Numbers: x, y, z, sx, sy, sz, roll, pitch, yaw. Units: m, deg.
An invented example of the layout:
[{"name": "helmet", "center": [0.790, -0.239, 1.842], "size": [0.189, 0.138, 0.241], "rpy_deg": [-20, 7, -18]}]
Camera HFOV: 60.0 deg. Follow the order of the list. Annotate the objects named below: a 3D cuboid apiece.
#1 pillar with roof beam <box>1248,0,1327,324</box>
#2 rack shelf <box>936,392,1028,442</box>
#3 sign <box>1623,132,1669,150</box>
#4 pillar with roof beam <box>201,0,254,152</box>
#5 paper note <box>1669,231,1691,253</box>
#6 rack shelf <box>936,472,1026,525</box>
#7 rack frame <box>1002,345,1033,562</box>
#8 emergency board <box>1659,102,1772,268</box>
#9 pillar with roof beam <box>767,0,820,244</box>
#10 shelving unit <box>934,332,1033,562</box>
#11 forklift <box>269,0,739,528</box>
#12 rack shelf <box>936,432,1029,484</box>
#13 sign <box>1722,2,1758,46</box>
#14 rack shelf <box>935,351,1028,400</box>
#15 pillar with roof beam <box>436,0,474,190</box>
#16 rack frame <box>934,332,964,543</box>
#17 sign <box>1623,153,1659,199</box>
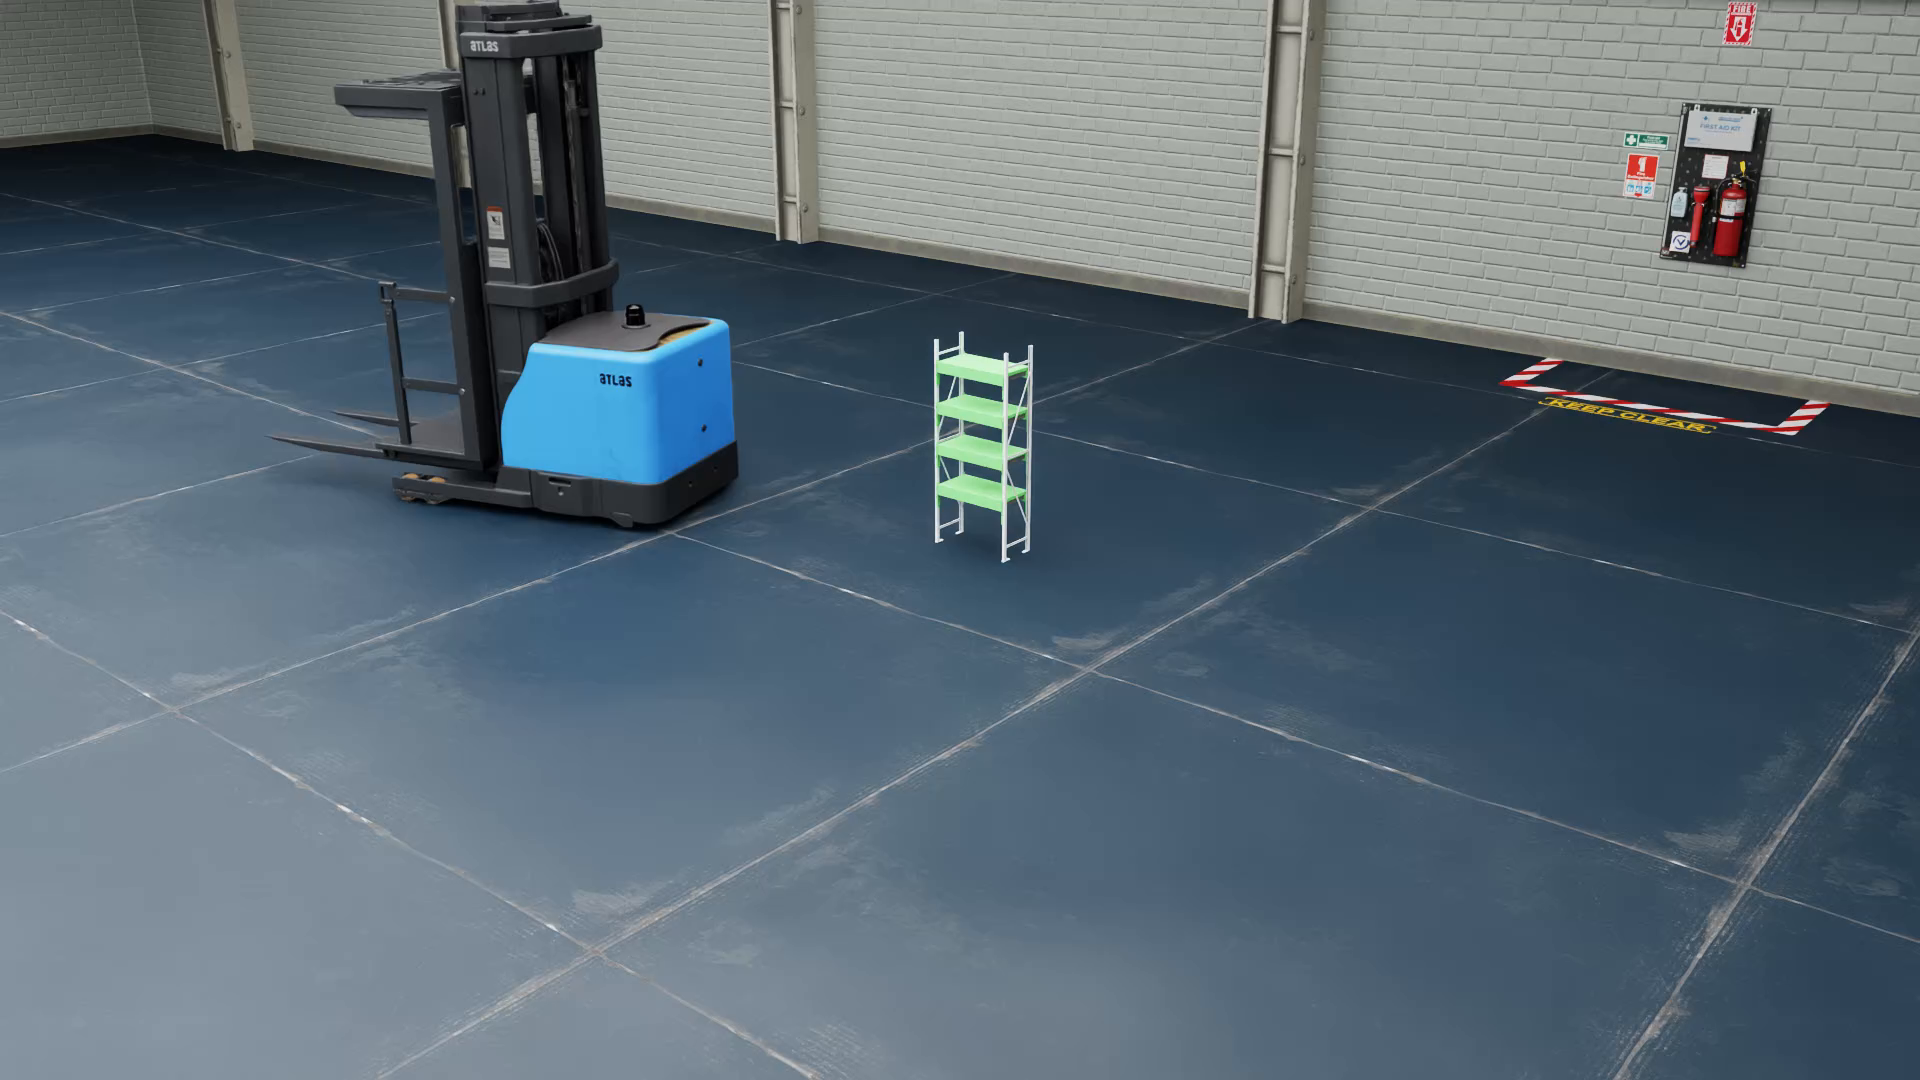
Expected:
[{"name": "pillar with roof beam", "center": [0.121, -5.040, 10.279], "size": [0.400, 9.000, 9.100], "rpy_deg": [16, 26, 36]}, {"name": "rack shelf", "center": [0.128, -0.689, 9.296], "size": [0.480, 0.148, 0.258], "rpy_deg": [16, 26, 36]}, {"name": "sign", "center": [5.236, -3.045, 12.691], "size": [0.331, 0.109, 0.001], "rpy_deg": [16, 26, 36]}, {"name": "pillar with roof beam", "center": [-13.824, -9.055, 20.928], "size": [0.400, 9.000, 9.100], "rpy_deg": [16, 26, 36]}, {"name": "paper note", "center": [5.508, -2.279, 12.708], "size": [0.142, 0.148, 0.016], "rpy_deg": [16, 26, 36]}, {"name": "rack shelf", "center": [0.128, -0.240, 9.466], "size": [0.480, 0.148, 0.258], "rpy_deg": [16, 26, 36]}, {"name": "rack frame", "center": [0.317, -0.470, 9.214], "size": [0.015, 1.200, 0.240], "rpy_deg": [16, 26, 36]}, {"name": "emergency board", "center": [5.601, -2.633, 12.398], "size": [0.643, 1.169, 0.194], "rpy_deg": [16, 26, 36]}, {"name": "pillar with roof beam", "center": [-4.527, -6.378, 13.829], "size": [0.400, 9.000, 9.100], "rpy_deg": [16, 26, 36]}, {"name": "shelving unit", "center": [0.128, -0.524, 9.359], "size": [0.503, 1.200, 0.258], "rpy_deg": [16, 26, 36]}, {"name": "forklift", "center": [-2.973, -1.754, 10.164], "size": [3.031, 2.935, 1.130], "rpy_deg": [8, 22, 20]}, {"name": "rack shelf", "center": [0.128, -0.465, 9.381], "size": [0.480, 0.148, 0.258], "rpy_deg": [16, 26, 36]}, {"name": "sign", "center": [5.658, -3.746, 12.066], "size": [0.199, 0.298, 0.001], "rpy_deg": [16, 26, 36]}, {"name": "rack shelf", "center": [0.128, -0.914, 9.212], "size": [0.480, 0.148, 0.258], "rpy_deg": [16, 26, 36]}, {"name": "pillar with roof beam", "center": [-9.175, -7.717, 17.378], "size": [0.400, 9.000, 9.100], "rpy_deg": [16, 26, 36]}, {"name": "rack frame", "center": [-0.061, -0.579, 9.503], "size": [0.015, 1.200, 0.240], "rpy_deg": [16, 26, 36]}, {"name": "sign", "center": [5.238, -2.801, 12.794], "size": [0.234, 0.329, 0.001], "rpy_deg": [16, 26, 36]}]
